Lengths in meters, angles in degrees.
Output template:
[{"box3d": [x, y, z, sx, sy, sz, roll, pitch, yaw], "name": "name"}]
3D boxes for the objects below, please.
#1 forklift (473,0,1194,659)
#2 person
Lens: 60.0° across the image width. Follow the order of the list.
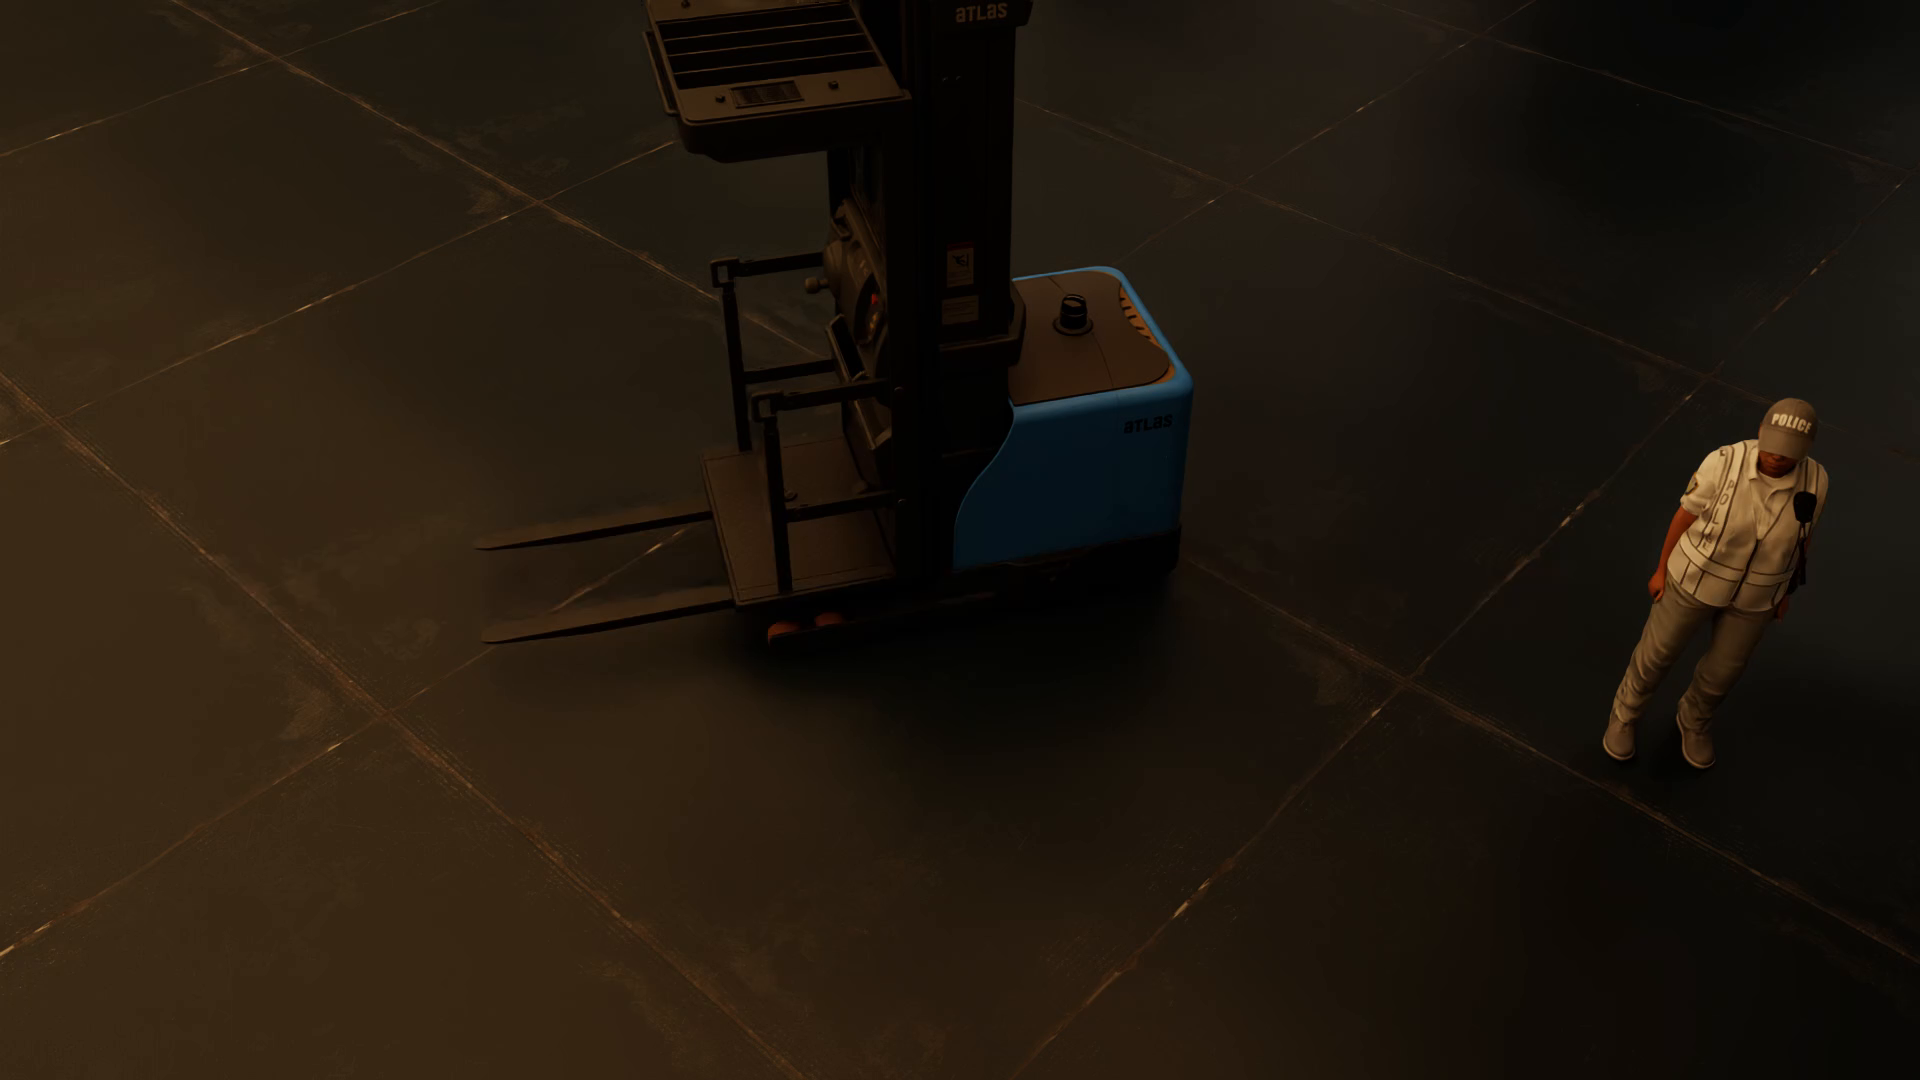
[{"box3d": [-0.600, -0.992, 6.585, 3.031, 2.935, 1.130, -10, 42, -12], "name": "forklift"}, {"box3d": [2.847, 0.170, 6.208, 0.499, 1.668, 0.389, 9, 41, 10], "name": "person"}]
